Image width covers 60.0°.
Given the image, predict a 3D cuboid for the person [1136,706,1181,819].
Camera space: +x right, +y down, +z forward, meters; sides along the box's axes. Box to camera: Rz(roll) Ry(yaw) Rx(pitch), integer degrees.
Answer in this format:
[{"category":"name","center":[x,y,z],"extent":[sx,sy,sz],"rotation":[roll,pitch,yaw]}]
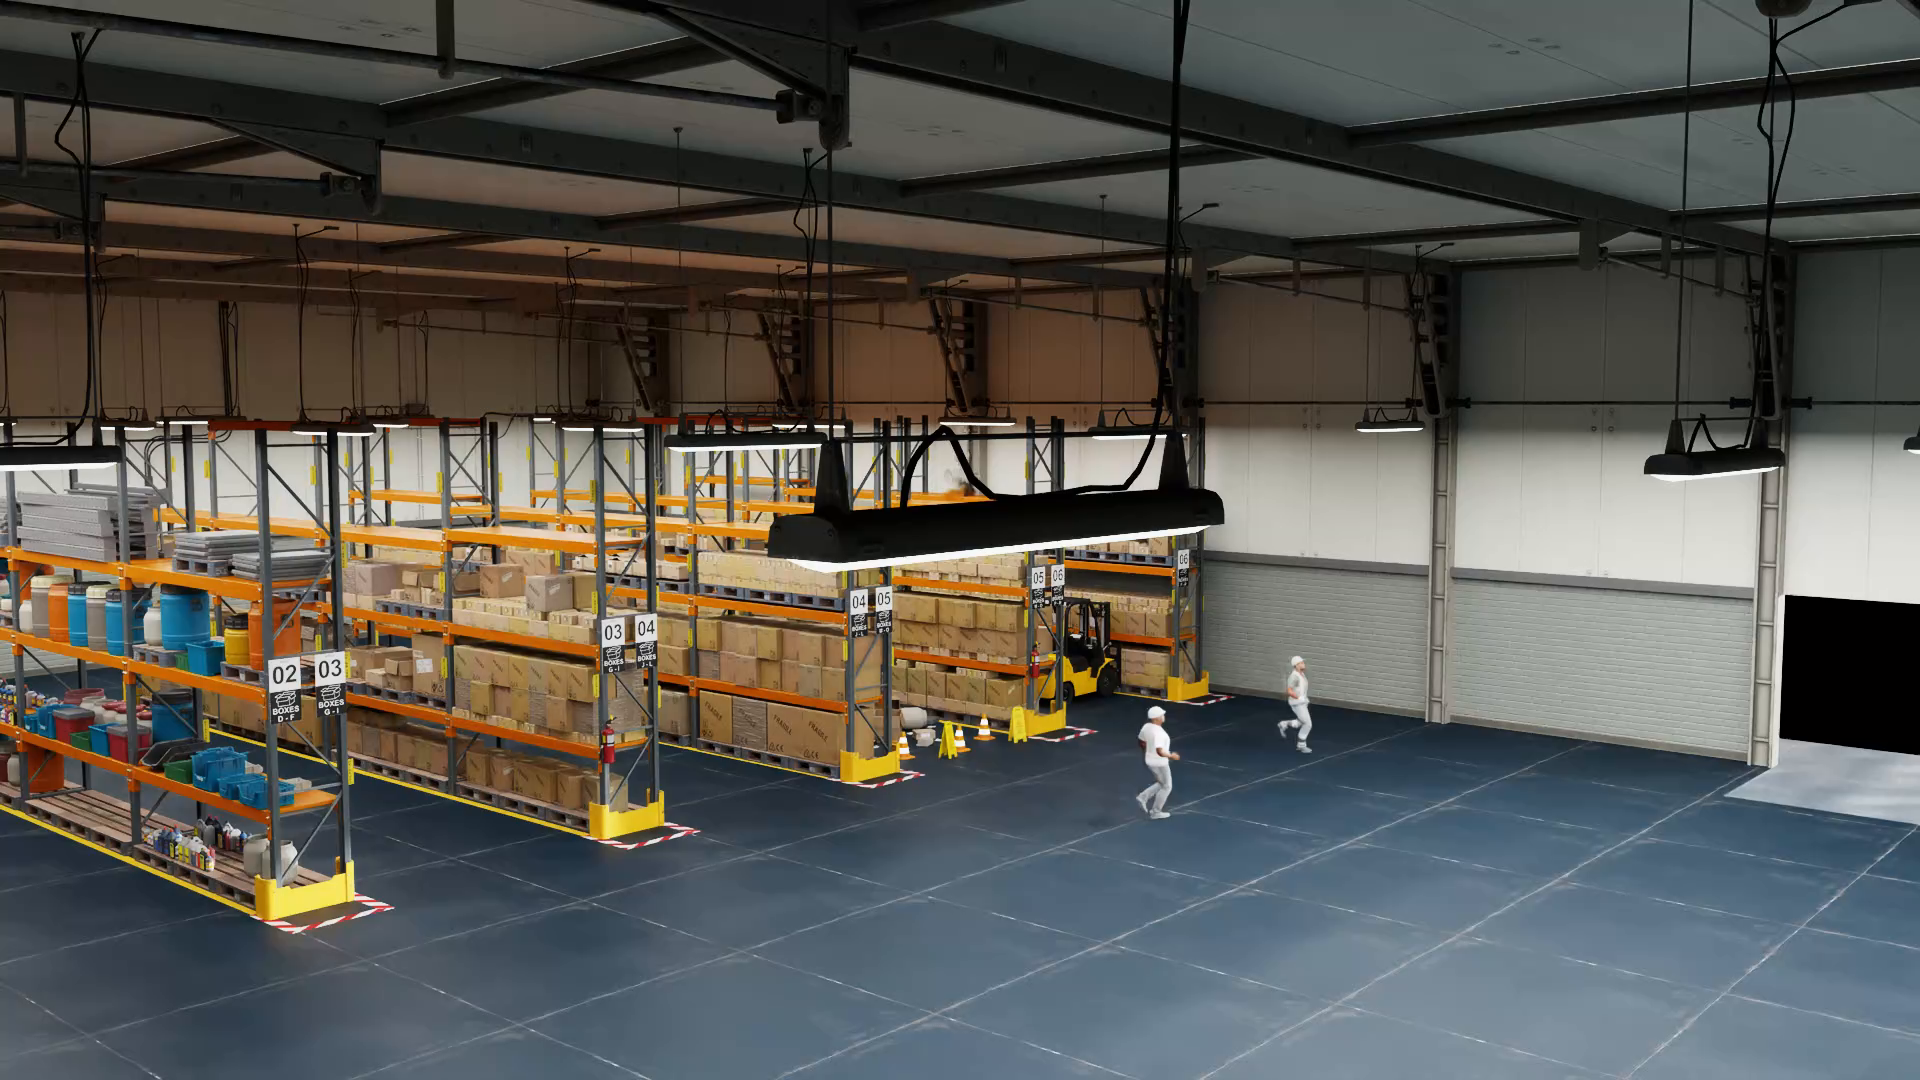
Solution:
[{"category":"person","center":[2.999,3.374,25.230],"extent":[0.603,1.718,0.692],"rotation":[-1,5,-14]}]

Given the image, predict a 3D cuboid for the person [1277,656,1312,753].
[{"category":"person","center":[6.073,2.968,30.157],"extent":[0.670,1.735,0.667],"rotation":[2,5,22]}]
